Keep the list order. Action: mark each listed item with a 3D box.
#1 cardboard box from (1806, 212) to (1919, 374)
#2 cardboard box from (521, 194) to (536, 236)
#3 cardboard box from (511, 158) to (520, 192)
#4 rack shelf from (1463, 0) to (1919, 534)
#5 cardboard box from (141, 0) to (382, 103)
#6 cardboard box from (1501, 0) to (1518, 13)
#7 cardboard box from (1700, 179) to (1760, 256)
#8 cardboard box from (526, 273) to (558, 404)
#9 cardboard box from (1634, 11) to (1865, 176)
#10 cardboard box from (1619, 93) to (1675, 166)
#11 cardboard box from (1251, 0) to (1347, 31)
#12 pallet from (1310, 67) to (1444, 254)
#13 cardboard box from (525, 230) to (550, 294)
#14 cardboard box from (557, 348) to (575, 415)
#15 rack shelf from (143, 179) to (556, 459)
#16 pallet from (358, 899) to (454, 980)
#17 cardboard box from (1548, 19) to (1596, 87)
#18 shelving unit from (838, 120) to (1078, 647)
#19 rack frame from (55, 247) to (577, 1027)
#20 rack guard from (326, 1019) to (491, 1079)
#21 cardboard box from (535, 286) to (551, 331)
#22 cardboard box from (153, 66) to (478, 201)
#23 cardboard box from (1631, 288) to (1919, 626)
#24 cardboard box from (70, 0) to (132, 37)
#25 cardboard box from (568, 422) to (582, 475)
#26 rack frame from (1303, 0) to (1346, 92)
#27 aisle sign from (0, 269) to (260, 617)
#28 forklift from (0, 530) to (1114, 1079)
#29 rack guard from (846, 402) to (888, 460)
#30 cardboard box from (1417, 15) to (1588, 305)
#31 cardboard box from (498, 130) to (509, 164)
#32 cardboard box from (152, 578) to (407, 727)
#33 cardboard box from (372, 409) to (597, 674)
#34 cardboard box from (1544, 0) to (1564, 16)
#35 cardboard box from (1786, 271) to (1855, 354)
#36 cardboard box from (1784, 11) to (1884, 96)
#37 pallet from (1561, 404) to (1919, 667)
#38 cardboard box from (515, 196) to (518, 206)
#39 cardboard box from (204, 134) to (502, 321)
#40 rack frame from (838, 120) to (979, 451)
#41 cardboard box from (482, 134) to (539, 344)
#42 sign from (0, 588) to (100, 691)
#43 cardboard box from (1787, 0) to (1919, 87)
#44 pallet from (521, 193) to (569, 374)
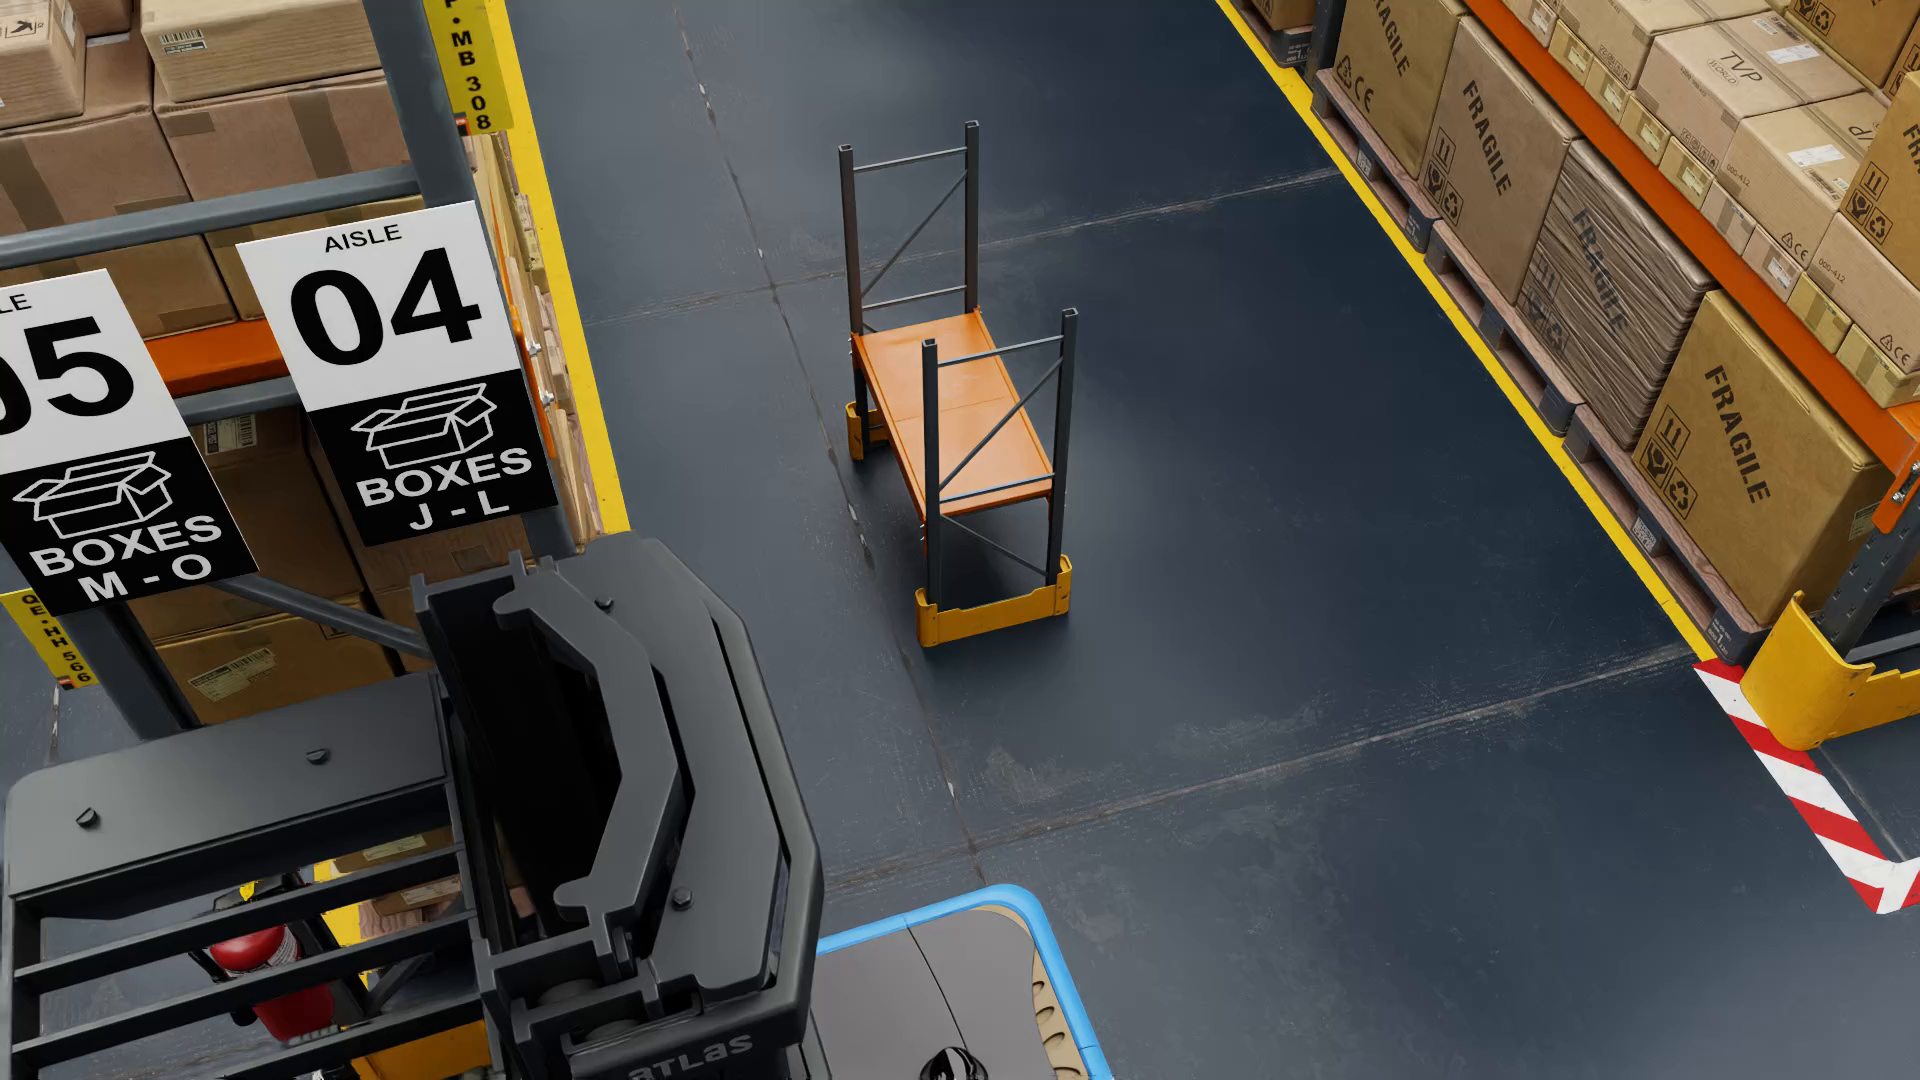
[{"bbox_3d":[3.041,-0.820,5.173,0.500,0.250,0.500,-14,51,-12],"label":"cardboard box"},{"bbox_3d":[-2.071,-1.359,7.314,0.380,0.149,0.250,-13,51,-11],"label":"cardboard box"},{"bbox_3d":[-2.116,-1.506,7.243,0.380,0.149,0.250,-12,51,-10],"label":"cardboard box"},{"bbox_3d":[2.847,-1.707,6.488,1.077,0.370,4.000,-13,51,-11],"label":"rack shelf"},{"bbox_3d":[-1.208,-0.927,2.908,0.380,0.149,0.250,-14,51,-11],"label":"cardboard box"},{"bbox_3d":[2.336,-2.265,6.652,0.380,0.149,0.250,-14,51,-11],"label":"cardboard box"},{"bbox_3d":[2.793,-1.140,5.703,0.380,0.149,0.250,-13,51,-10],"label":"cardboard box"},{"bbox_3d":[-1.514,-0.695,4.904,0.500,0.500,0.500,-13,51,-10],"label":"cardboard box"},{"bbox_3d":[2.741,-1.562,5.798,0.500,0.250,0.500,-15,51,-12],"label":"cardboard box"},{"bbox_3d":[2.638,-1.518,6.022,0.380,0.149,0.250,-13,51,-11],"label":"cardboard box"},{"bbox_3d":[2.047,-3.313,8.486,1.225,0.875,0.875,-13,51,-11],"label":"cardboard box"},{"bbox_3d":[2.405,-1.928,8.027,1.003,0.211,1.213,-13,51,-11],"label":"pallet"},{"bbox_3d":[-1.928,-1.120,6.917,0.380,0.149,0.250,-15,51,-12],"label":"cardboard box"},{"bbox_3d":[-1.765,-0.603,6.676,0.380,0.149,0.250,-13,51,-11],"label":"cardboard box"},{"bbox_3d":[-1.921,-1.626,4.458,1.077,0.370,4.000,-13,51,-11],"label":"rack shelf"},{"bbox_3d":[-1.559,0.811,5.718,1.003,0.211,1.213,-13,51,-11],"label":"pallet"},{"bbox_3d":[2.487,-1.890,6.335,0.380,0.149,0.250,-15,51,-12],"label":"cardboard box"},{"bbox_3d":[-0.023,-0.539,6.013,0.587,1.500,1.083,-13,51,-11],"label":"shelving unit"},{"bbox_3d":[-1.330,0.569,4.098,1.000,3.000,0.127,-13,51,-11],"label":"rack frame"},{"bbox_3d":[-1.352,1.319,5.100,1.175,0.500,0.348,-13,51,-11],"label":"rack guard"},{"bbox_3d":[-1.794,-0.818,6.468,0.380,0.149,0.250,-16,52,-13],"label":"cardboard box"},{"bbox_3d":[-1.214,-0.897,3.143,0.500,0.250,0.500,-13,51,-10],"label":"cardboard box"},{"bbox_3d":[3.172,-0.378,6.012,0.875,0.875,0.875,-13,51,-11],"label":"cardboard box"},{"bbox_3d":[-1.709,-1.013,2.980,0.380,0.149,0.250,-13,51,-10],"label":"cardboard box"},{"bbox_3d":[-1.568,-0.255,5.994,0.380,0.149,0.250,-13,51,-10],"label":"cardboard box"},{"bbox_3d":[2.255,-3.400,7.444,1.000,3.000,0.127,-13,51,-11],"label":"rack frame"},{"bbox_3d":[-1.595,-0.148,3.002,0.394,0.787,0.004,-13,51,-11],"label":"aisle sign"},{"bbox_3d":[-1.070,1.357,3.479,3.031,2.935,1.130,-15,51,-12],"label":"forklift"},{"bbox_3d":[-0.170,-0.500,6.798,0.587,0.250,0.087,-13,51,-11],"label":"rack guard"},{"bbox_3d":[2.640,-1.693,7.120,0.875,0.875,0.875,-13,51,-11],"label":"cardboard box"},{"bbox_3d":[-1.651,-1.393,4.838,0.500,0.500,0.500,-15,51,-12],"label":"cardboard box"},{"bbox_3d":[-1.709,0.171,4.174,0.500,0.500,0.500,-12,51,-10],"label":"cardboard box"},{"bbox_3d":[-1.199,0.051,4.275,0.500,0.500,0.500,-11,51,-9],"label":"cardboard box"},{"bbox_3d":[2.445,-2.304,6.423,0.500,0.250,0.500,-12,51,-10],"label":"cardboard box"},{"bbox_3d":[2.940,-0.773,5.393,0.380,0.149,0.250,-13,51,-11],"label":"cardboard box"},{"bbox_3d":[3.249,-1.684,5.901,0.500,0.250,0.500,-15,51,-12],"label":"cardboard box"},{"bbox_3d":[3.127,-0.146,6.525,1.003,0.211,1.213,-13,51,-11],"label":"pallet"},{"bbox_3d":[-2.045,-1.382,6.944,0.380,0.149,0.250,-13,51,-11],"label":"cardboard box"},{"bbox_3d":[-1.218,-0.735,3.334,0.500,0.250,0.500,-12,51,-10],"label":"cardboard box"},{"bbox_3d":[-0.176,-0.917,6.332,0.500,1.500,0.032,-13,51,-11],"label":"rack frame"},{"bbox_3d":[-1.364,-0.636,4.200,0.500,0.500,0.500,-12,51,-10],"label":"cardboard box"},{"bbox_3d":[-1.866,0.205,3.441,0.100,0.325,0.005,-13,51,-11],"label":"sign"},{"bbox_3d":[3.247,-1.922,5.611,0.500,0.500,0.500,-15,51,-12],"label":"cardboard box"},{"bbox_3d":[-2.280,-0.971,7.220,1.003,0.211,1.213,-13,51,-11],"label":"pallet"}]
